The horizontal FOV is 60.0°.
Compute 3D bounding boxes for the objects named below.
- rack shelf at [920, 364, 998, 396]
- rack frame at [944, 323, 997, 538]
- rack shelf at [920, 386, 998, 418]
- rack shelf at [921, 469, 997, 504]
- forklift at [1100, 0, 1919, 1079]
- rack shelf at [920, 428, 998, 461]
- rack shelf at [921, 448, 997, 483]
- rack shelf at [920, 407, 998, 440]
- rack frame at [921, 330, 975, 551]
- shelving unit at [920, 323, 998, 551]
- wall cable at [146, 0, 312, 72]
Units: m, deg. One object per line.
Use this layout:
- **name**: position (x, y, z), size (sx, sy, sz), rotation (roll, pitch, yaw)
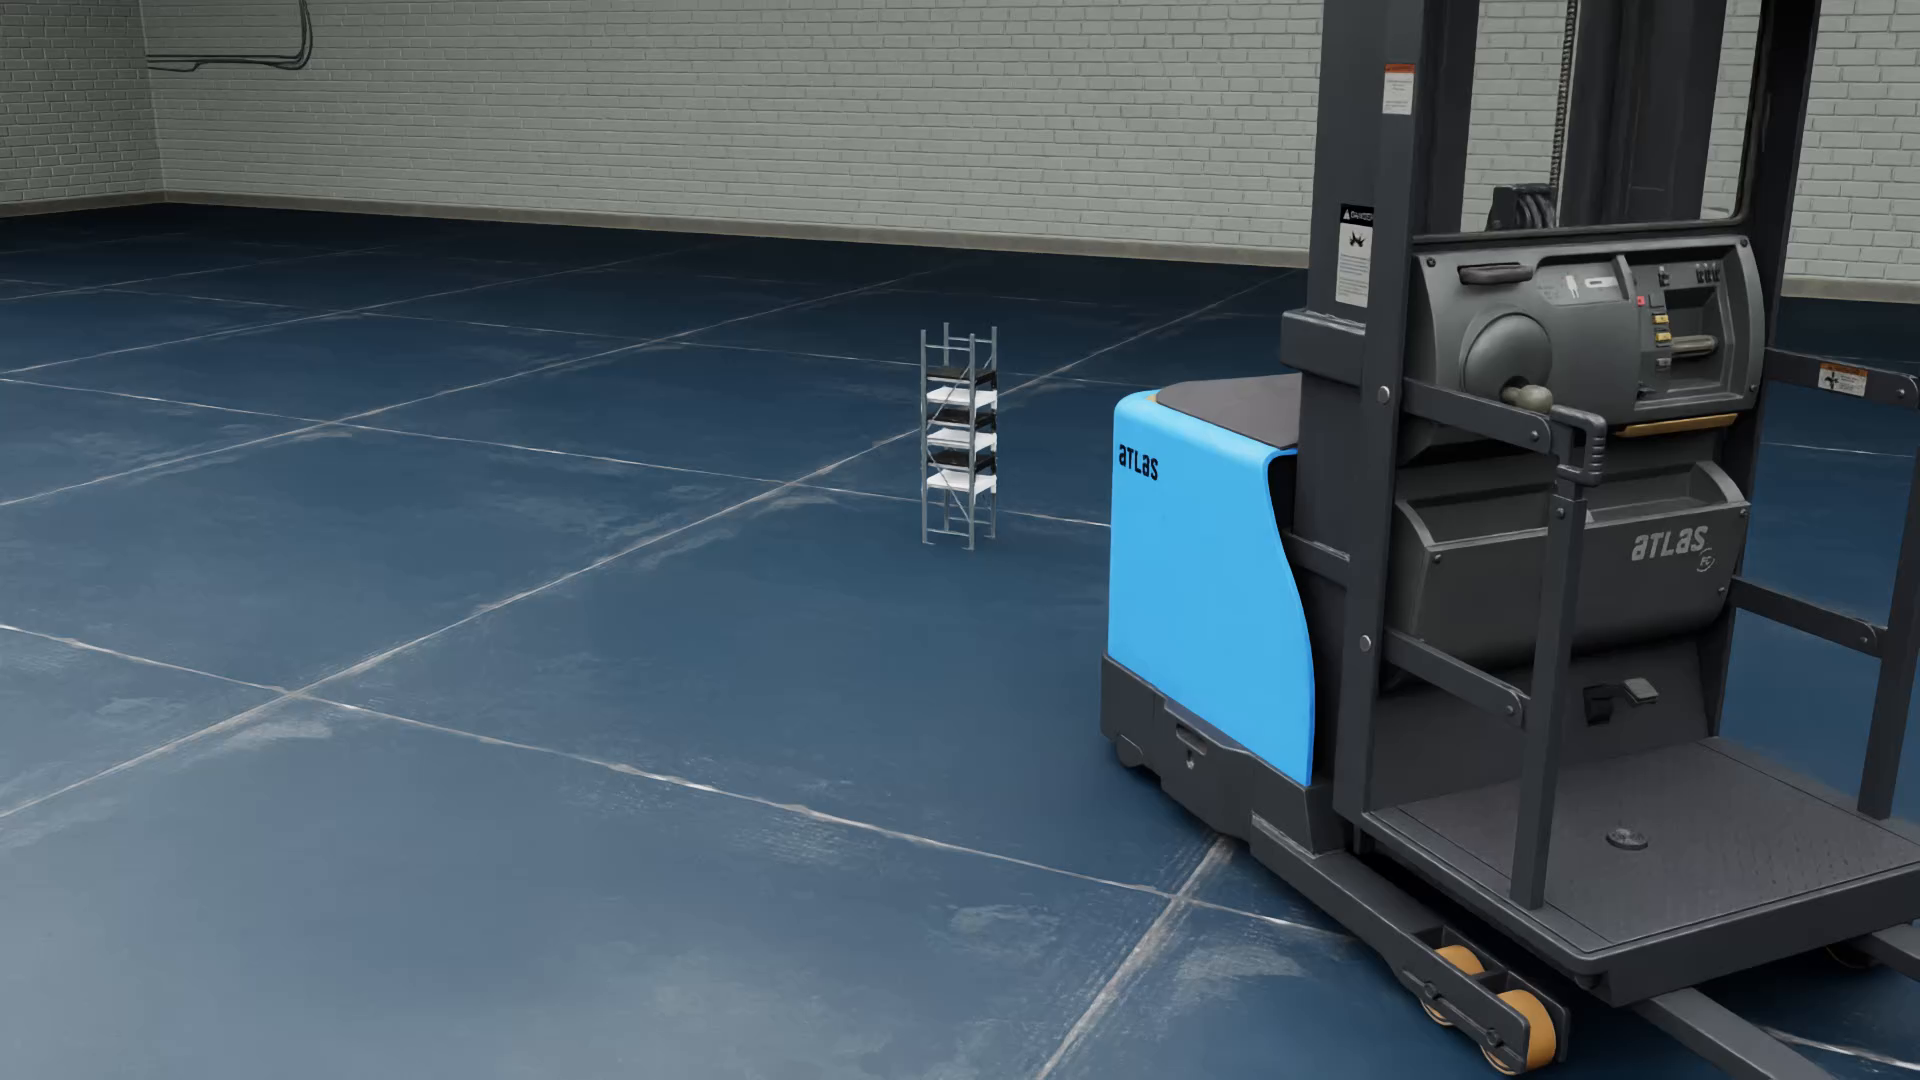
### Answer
- **rack shelf**: position (-0.004, -0.656, 6.822), size (0.258, 0.077, 0.200), rotation (8, 18, 25)
- **rack frame**: position (0.042, -0.455, 6.976), size (0.240, 0.900, 0.006), rotation (8, 18, 25)
- **rack shelf**: position (-0.004, -0.570, 6.848), size (0.258, 0.077, 0.200), rotation (8, 18, 25)
- **rack shelf**: position (-0.004, -0.225, 6.950), size (0.258, 0.077, 0.200), rotation (8, 18, 25)
- **forklift**: position (1.472, -0.460, 3.426), size (1.130, 2.935, 3.031), rotation (-7, 18, -23)
- **rack shelf**: position (-0.004, -0.397, 6.899), size (0.258, 0.077, 0.200), rotation (8, 18, 25)
- **rack shelf**: position (-0.004, -0.311, 6.924), size (0.258, 0.077, 0.200), rotation (8, 18, 25)
- **rack shelf**: position (-0.004, -0.484, 6.873), size (0.258, 0.077, 0.200), rotation (8, 18, 25)
- **rack frame**: position (-0.049, -0.403, 6.802), size (0.240, 0.900, 0.006), rotation (8, 18, 25)
- **shelving unit**: position (-0.004, -0.429, 6.889), size (0.258, 0.900, 0.210), rotation (8, 18, 25)
- **wall cable**: position (-9.333, -7.154, 20.759), size (3.097, 2.526, 0.112), rotation (8, 18, 25)
